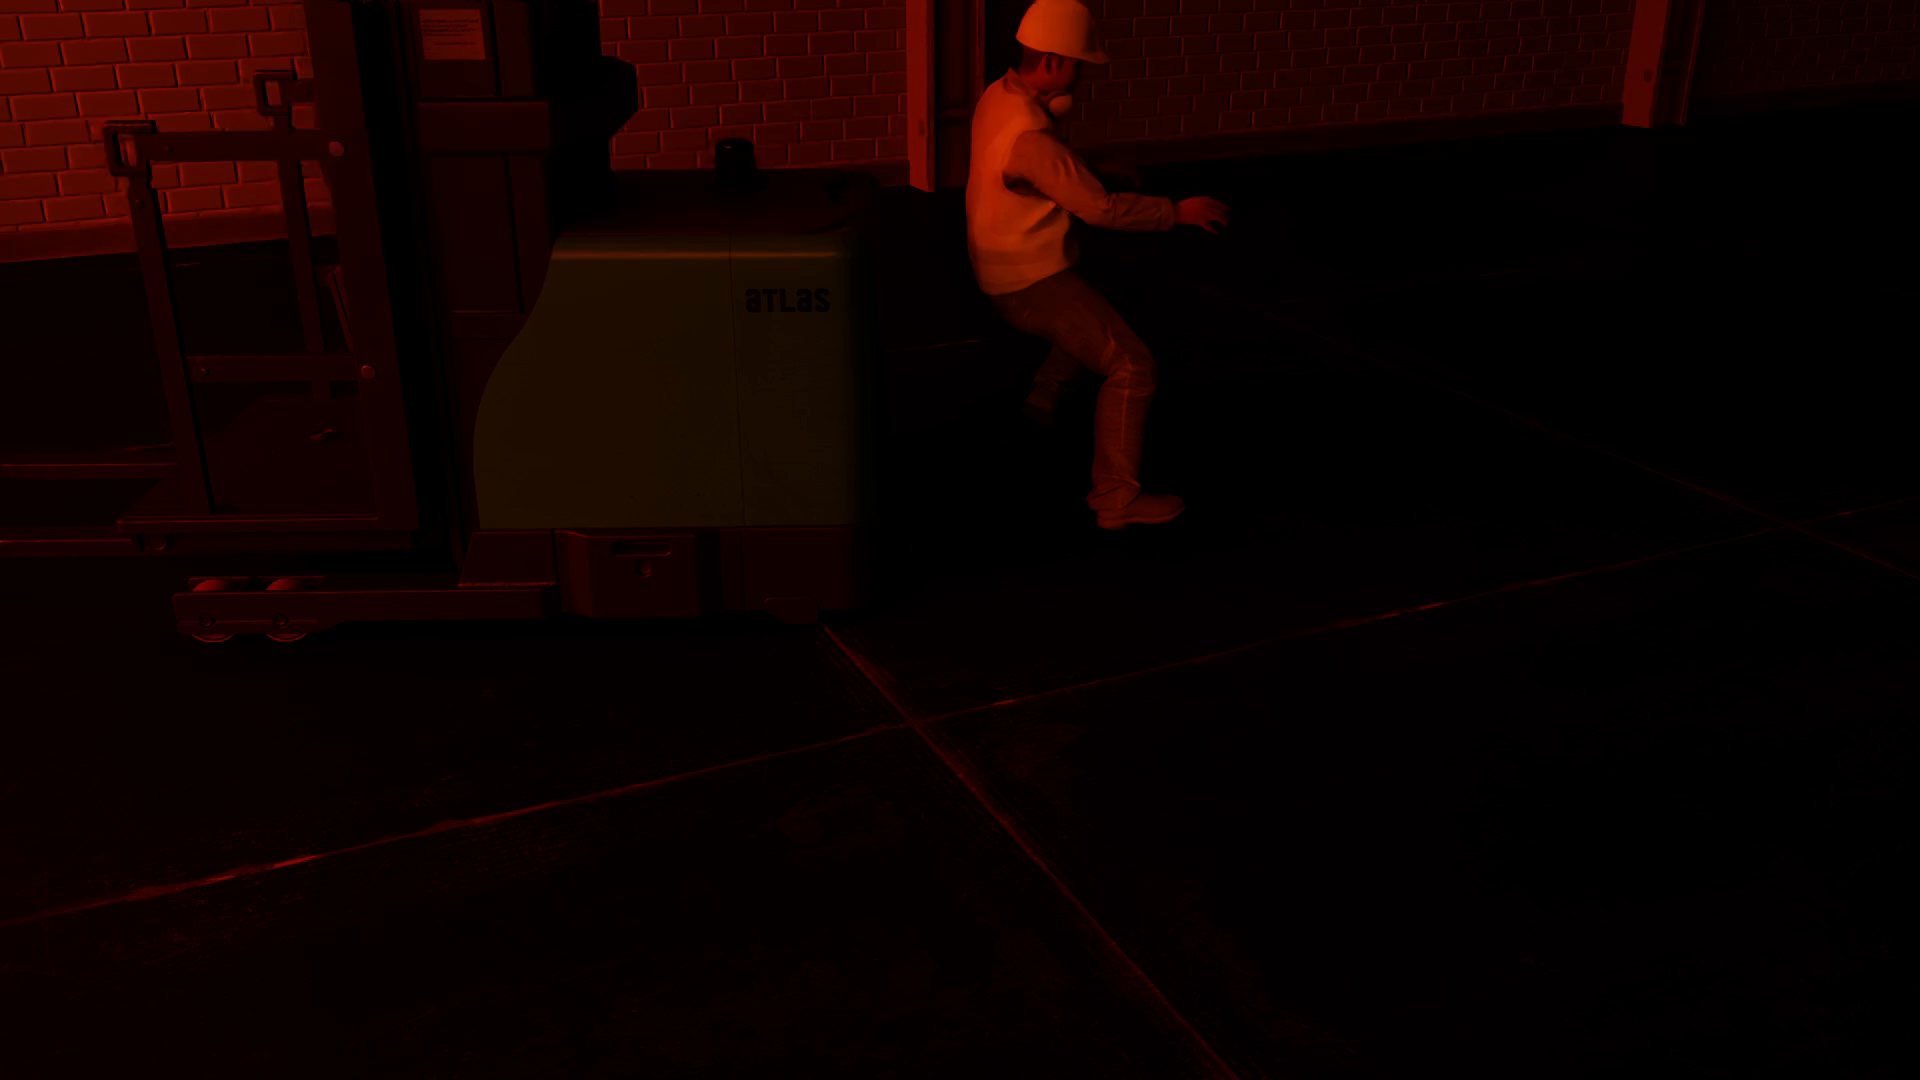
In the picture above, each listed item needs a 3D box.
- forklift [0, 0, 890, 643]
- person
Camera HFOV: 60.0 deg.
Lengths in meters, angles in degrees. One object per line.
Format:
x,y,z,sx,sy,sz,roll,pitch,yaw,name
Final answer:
-1.727,-1.284,4.378,3.031,2.935,1.130,-1,23,-2,forklift
0.415,-0.914,5.269,0.781,1.570,0.875,-2,23,-6,person
